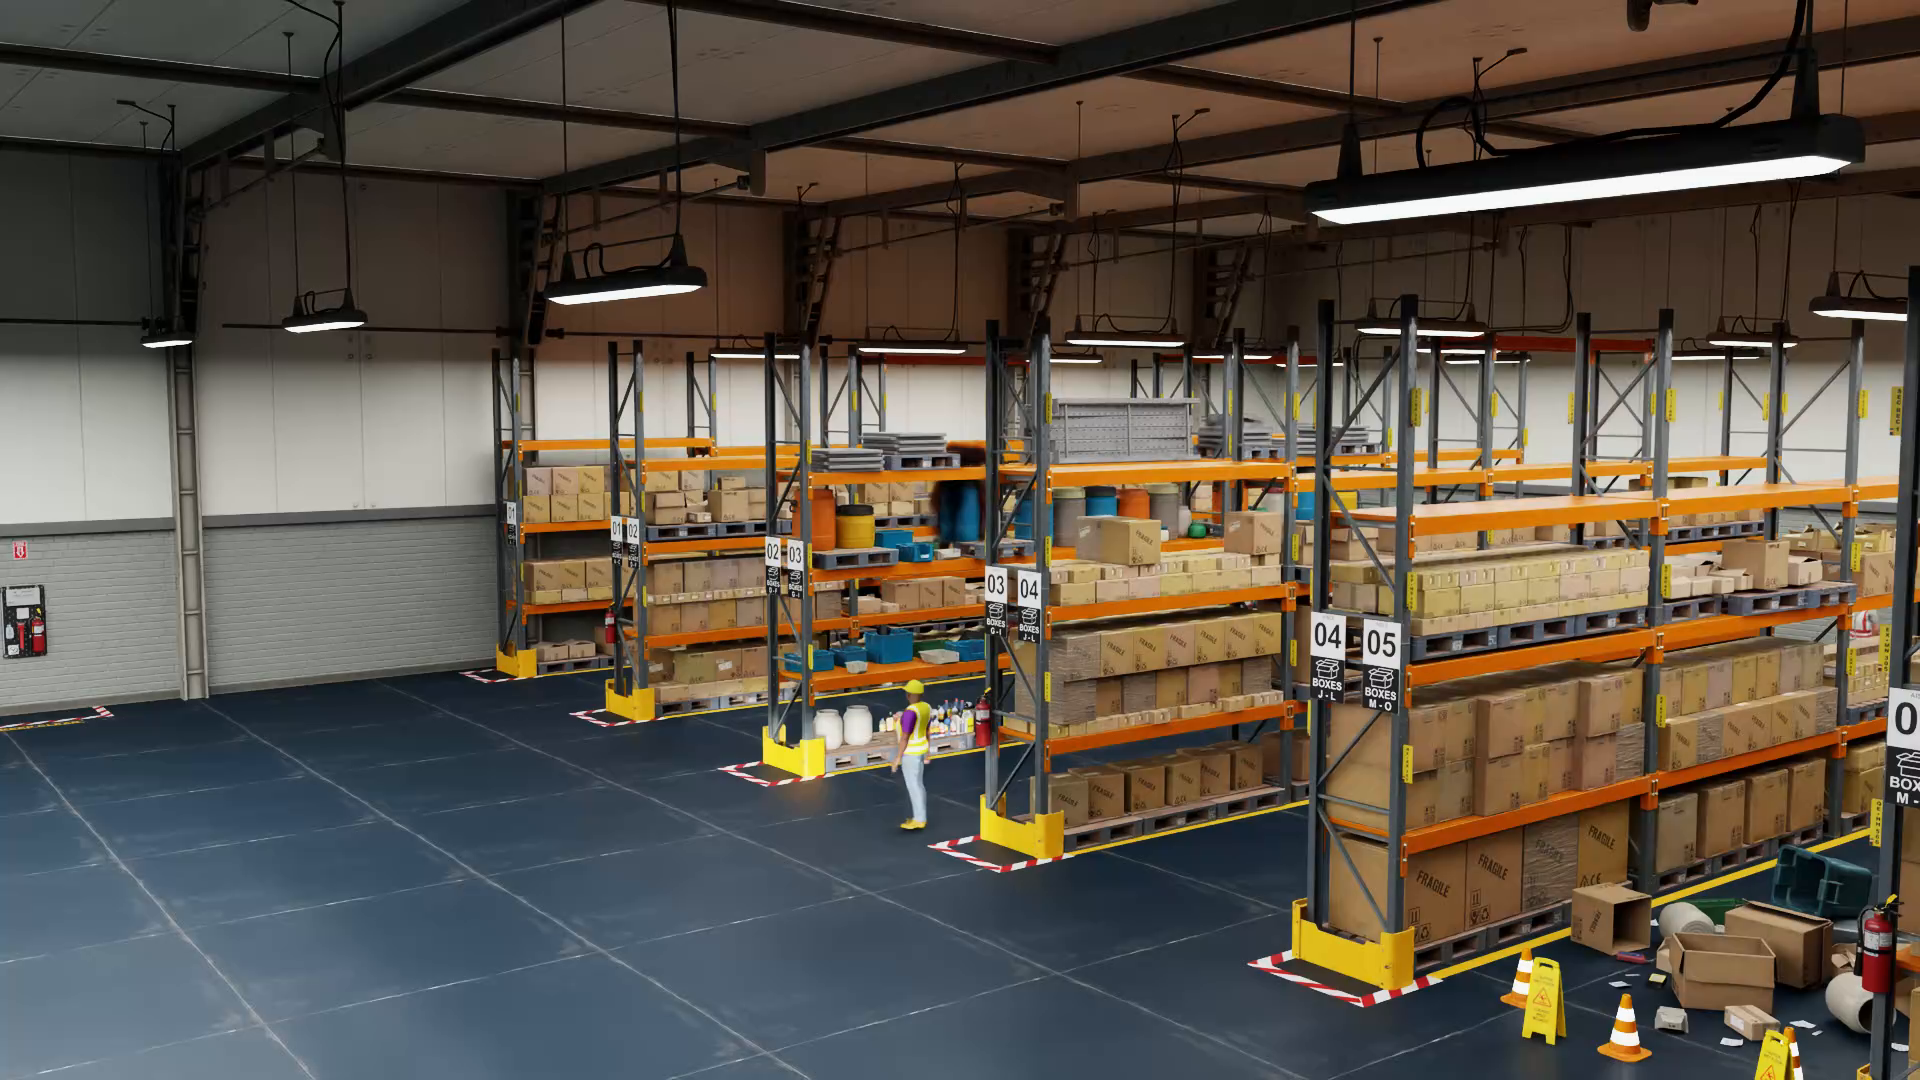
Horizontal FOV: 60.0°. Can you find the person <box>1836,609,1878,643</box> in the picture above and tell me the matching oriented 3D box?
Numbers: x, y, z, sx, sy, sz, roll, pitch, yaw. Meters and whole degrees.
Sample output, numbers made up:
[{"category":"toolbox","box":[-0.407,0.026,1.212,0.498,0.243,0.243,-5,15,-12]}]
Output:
[{"category":"person","box":[15.471,1.740,28.705,0.592,1.764,0.898,5,7,44]}]

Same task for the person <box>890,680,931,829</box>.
[{"category":"person","box":[-0.569,2.549,19.775,0.341,1.786,0.703,2,5,20]}]
